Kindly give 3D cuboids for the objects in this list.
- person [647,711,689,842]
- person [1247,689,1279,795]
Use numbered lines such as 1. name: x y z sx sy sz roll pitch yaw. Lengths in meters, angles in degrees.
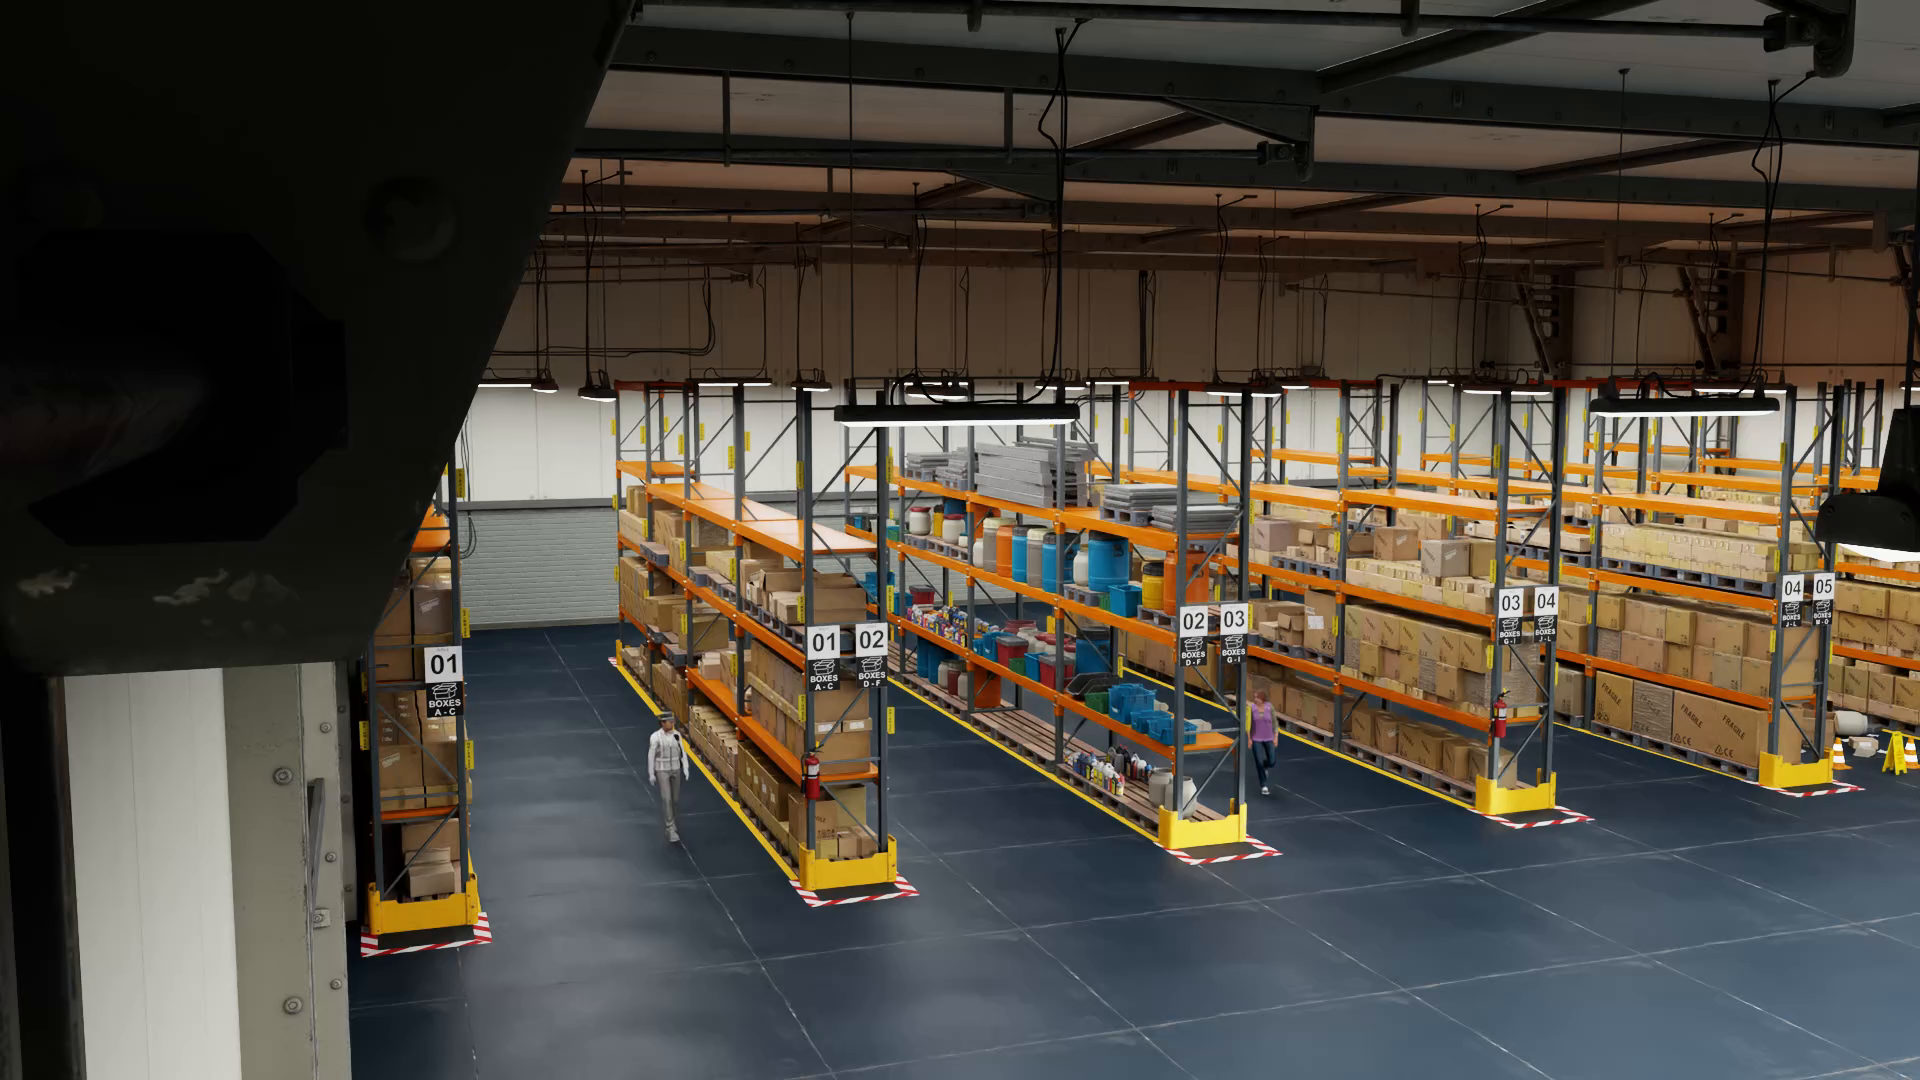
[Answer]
1. person: -3.864 3.162 22.369 0.519 1.675 0.756 -4 7 -34
2. person: 4.473 2.961 24.633 0.481 1.570 0.497 1 6 6
